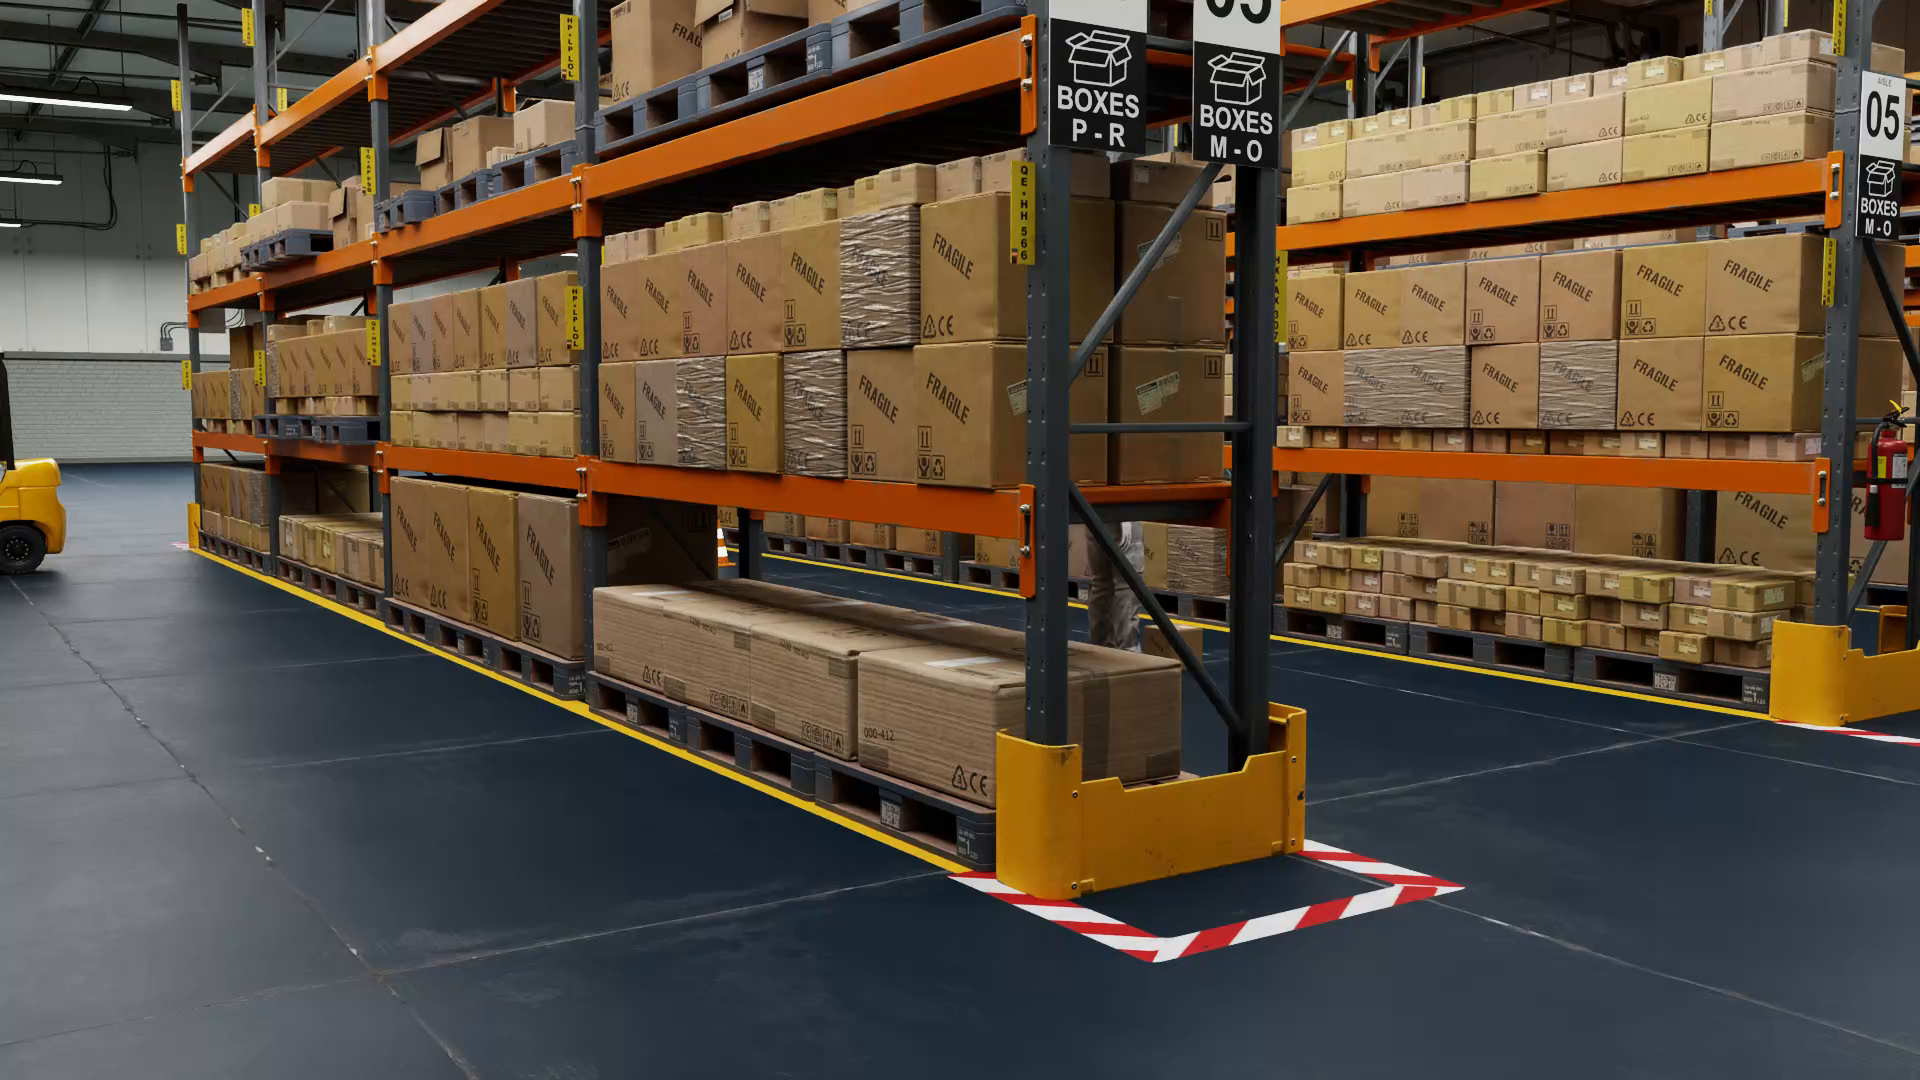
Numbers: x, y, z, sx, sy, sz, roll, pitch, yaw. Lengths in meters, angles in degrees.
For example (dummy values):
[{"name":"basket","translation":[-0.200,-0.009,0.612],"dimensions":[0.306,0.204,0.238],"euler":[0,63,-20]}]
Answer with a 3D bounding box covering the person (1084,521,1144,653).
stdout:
[{"name":"person","translation":[0.935,-0.103,9.781],"dimensions":[0.491,1.808,0.570],"euler":[-2,5,-28]}]
